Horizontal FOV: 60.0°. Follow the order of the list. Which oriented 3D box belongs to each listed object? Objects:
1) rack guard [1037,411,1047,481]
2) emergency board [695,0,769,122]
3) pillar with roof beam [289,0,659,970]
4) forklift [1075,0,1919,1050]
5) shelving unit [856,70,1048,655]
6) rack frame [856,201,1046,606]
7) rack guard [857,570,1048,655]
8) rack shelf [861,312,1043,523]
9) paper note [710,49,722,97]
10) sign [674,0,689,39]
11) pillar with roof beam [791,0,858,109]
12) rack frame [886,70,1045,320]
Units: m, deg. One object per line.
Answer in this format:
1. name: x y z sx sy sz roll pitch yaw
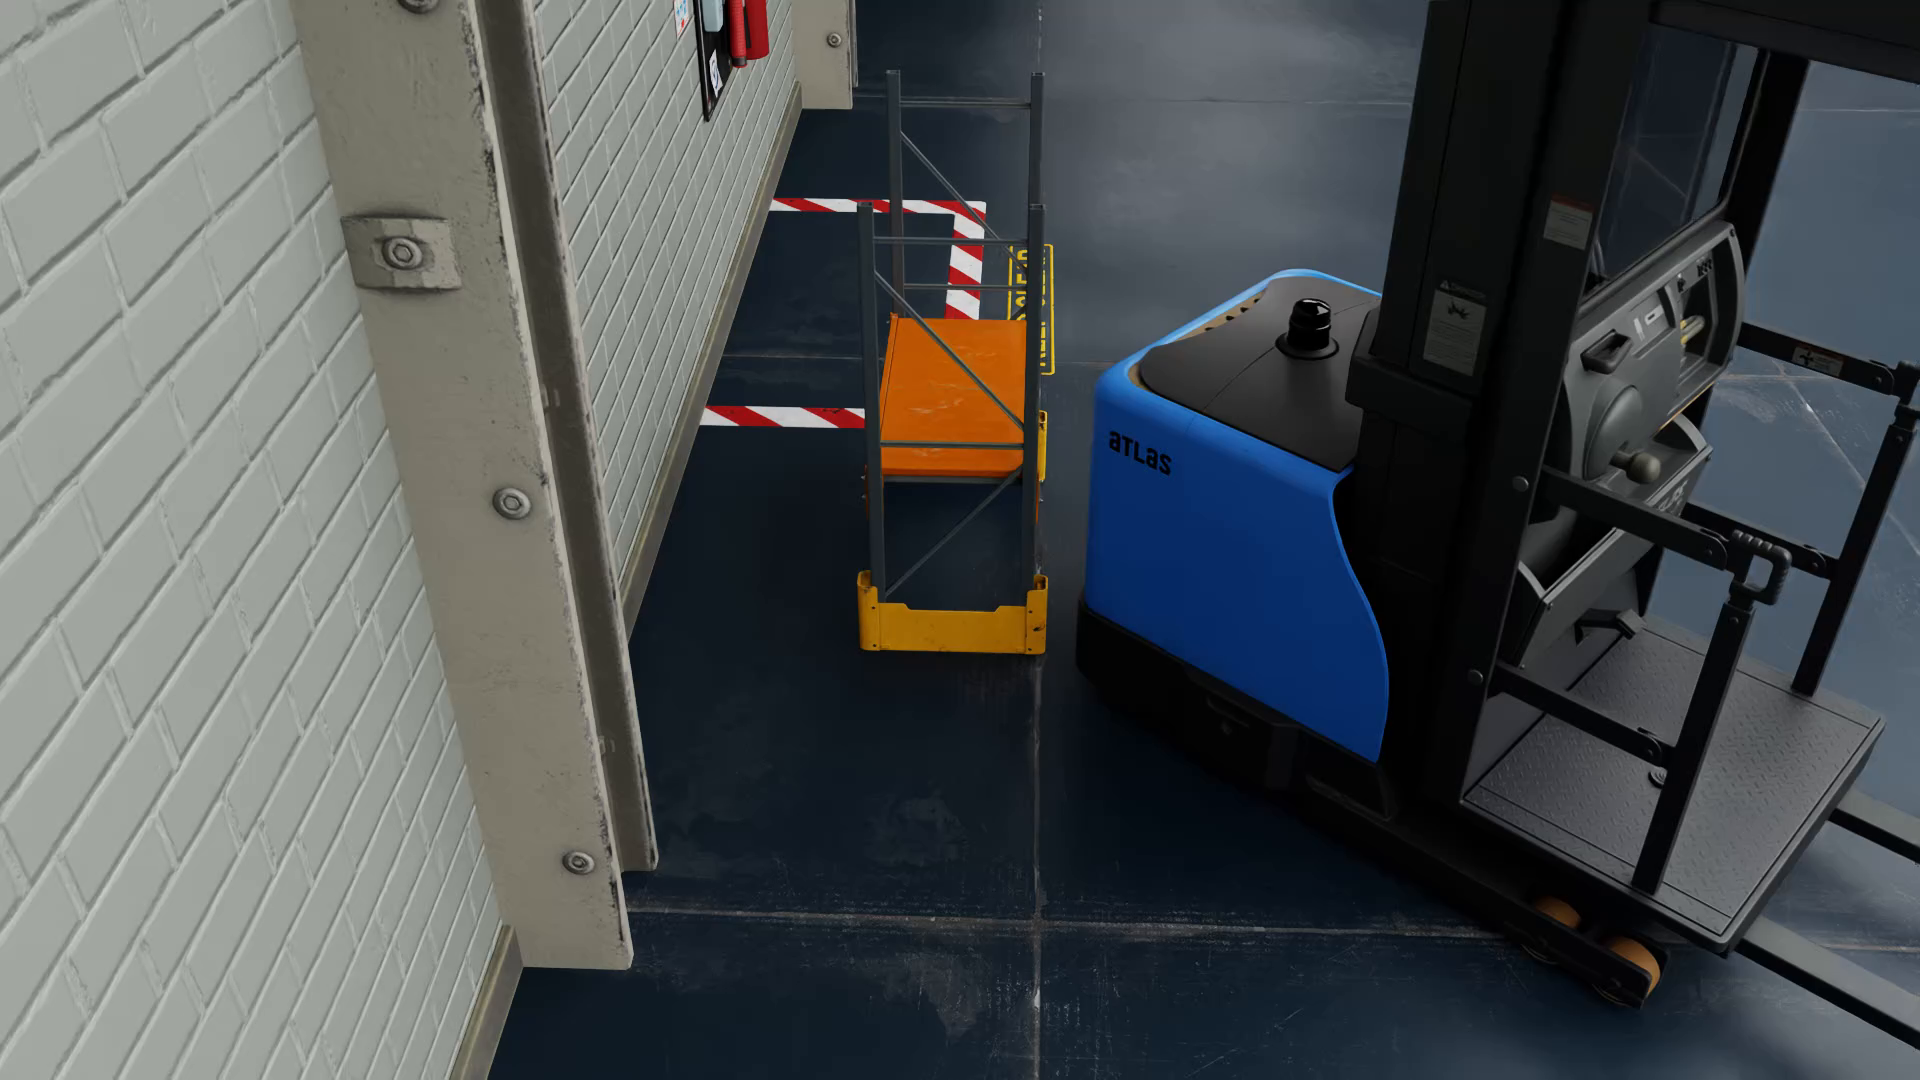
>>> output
1. rack guard: 0.017 -0.345 6.023 0.587 0.250 0.087 1 35 2
2. emergency board: -0.878 -2.287 6.395 0.194 1.169 0.643 1 35 2
3. pillar with roof beam: 3.320 -2.614 1.643 9.100 9.000 0.400 1 35 2
4. forklift: 1.772 -0.392 3.759 3.031 2.935 1.130 28 44 34
5. shelving unit: -0.003 -0.570 5.256 0.587 1.500 1.083 1 35 2
6. rack frame: -0.024 -0.273 4.833 0.500 1.500 0.032 1 35 2
7. rack guard: -0.023 0.228 5.209 0.587 0.250 0.087 1 35 2
8. rack shelf: -0.003 -0.417 5.352 0.538 0.185 1.000 1 35 2
9. paper note: -0.954 -1.826 6.506 0.016 0.148 0.142 1 35 2
10. sign: -1.003 -1.986 5.936 0.001 0.329 0.234 1 35 2
11. pillar with roof beam: 3.561 -6.061 6.548 9.100 9.000 0.400 1 35 2
12. rack frame: 0.017 -0.857 5.665 0.500 1.500 0.032 1 35 2
